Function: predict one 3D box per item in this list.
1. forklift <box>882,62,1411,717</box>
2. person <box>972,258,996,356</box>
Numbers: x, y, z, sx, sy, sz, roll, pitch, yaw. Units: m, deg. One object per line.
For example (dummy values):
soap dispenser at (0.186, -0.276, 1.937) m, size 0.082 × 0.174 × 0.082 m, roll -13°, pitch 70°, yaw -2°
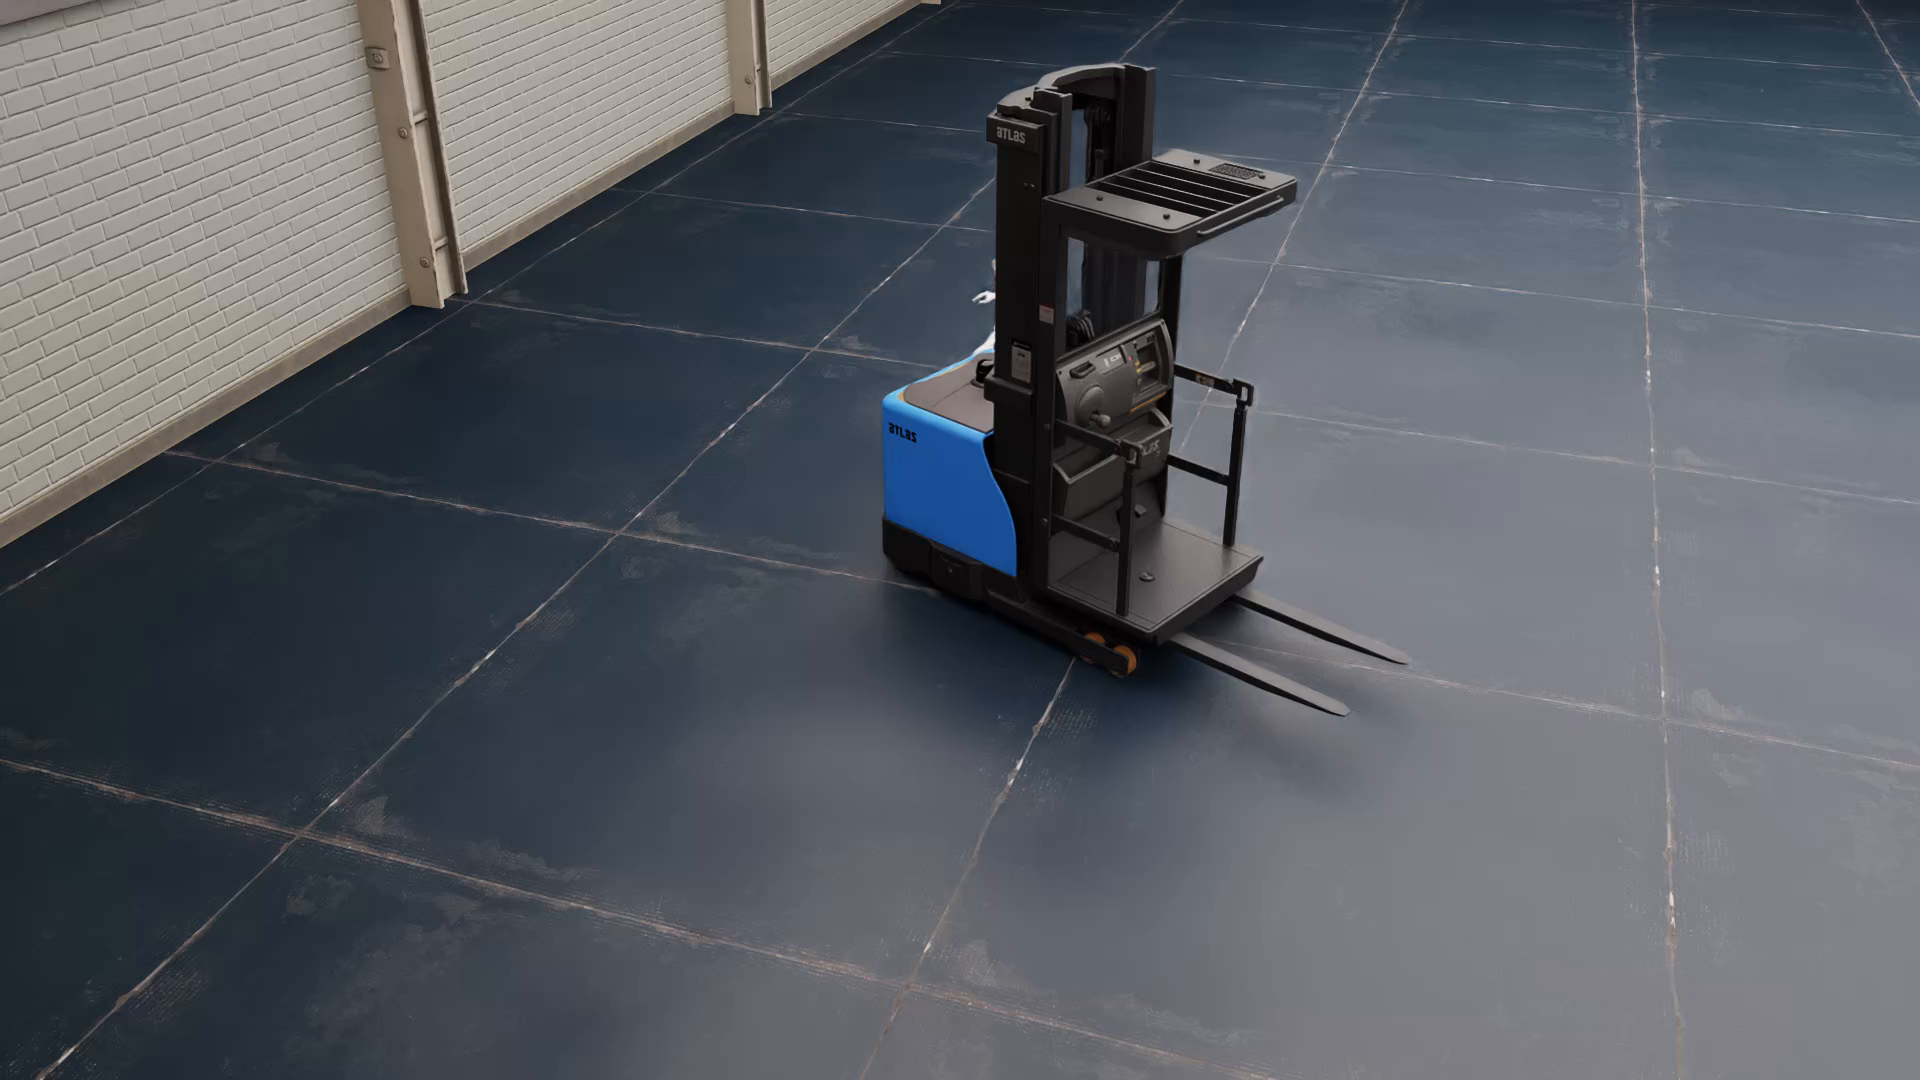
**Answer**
forklift at (0.978, -0.840, 8.610) m, size 3.031 × 2.935 × 1.130 m, roll 24°, pitch 37°, yaw 35°
person at (0.319, -1.137, 10.734) m, size 0.670 × 1.443 × 0.918 m, roll 3°, pitch 30°, yaw 6°
